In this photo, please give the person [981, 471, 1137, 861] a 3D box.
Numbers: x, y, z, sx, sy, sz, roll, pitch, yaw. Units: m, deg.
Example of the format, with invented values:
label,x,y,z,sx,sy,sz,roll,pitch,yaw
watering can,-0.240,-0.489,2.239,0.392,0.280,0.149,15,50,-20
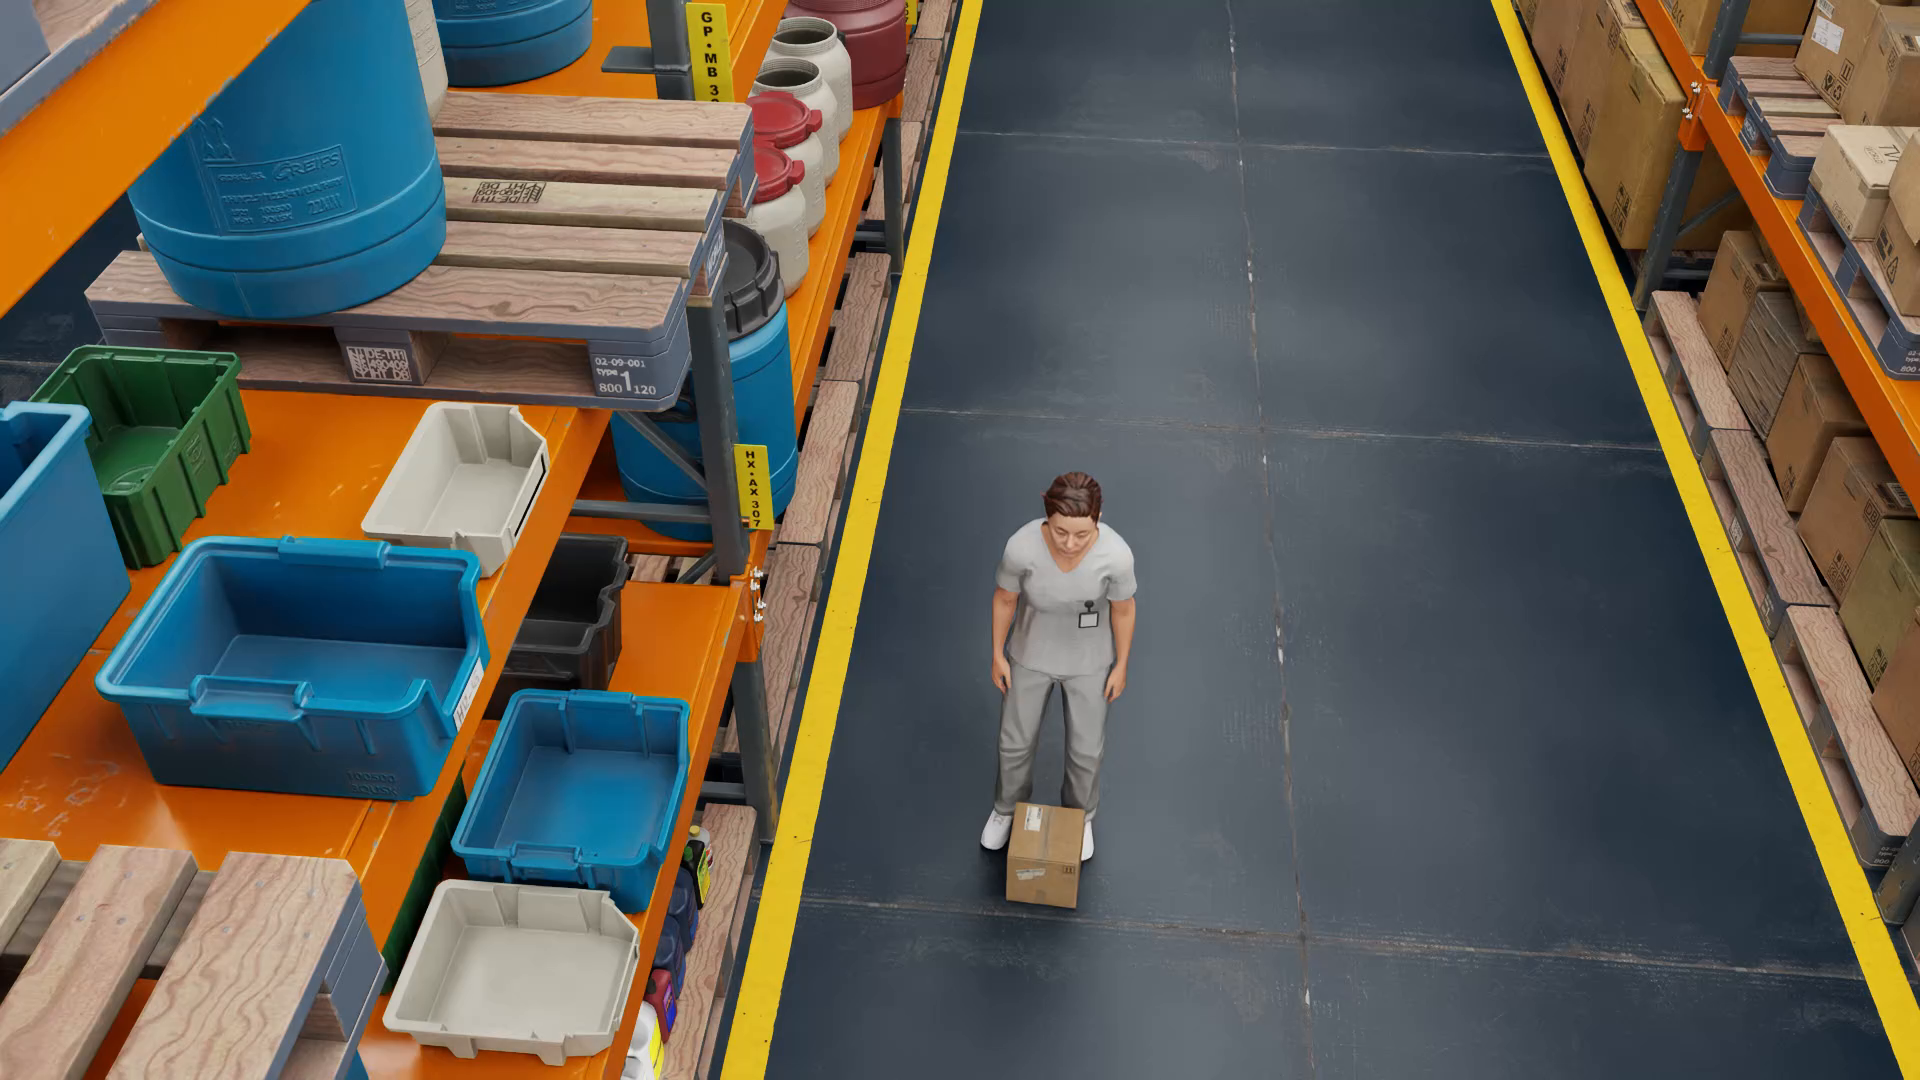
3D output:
label,x,y,z,sx,sy,sz,roll,pitch,yaw
person,0.337,0.420,5.660,0.491,1.672,0.364,5,40,6
